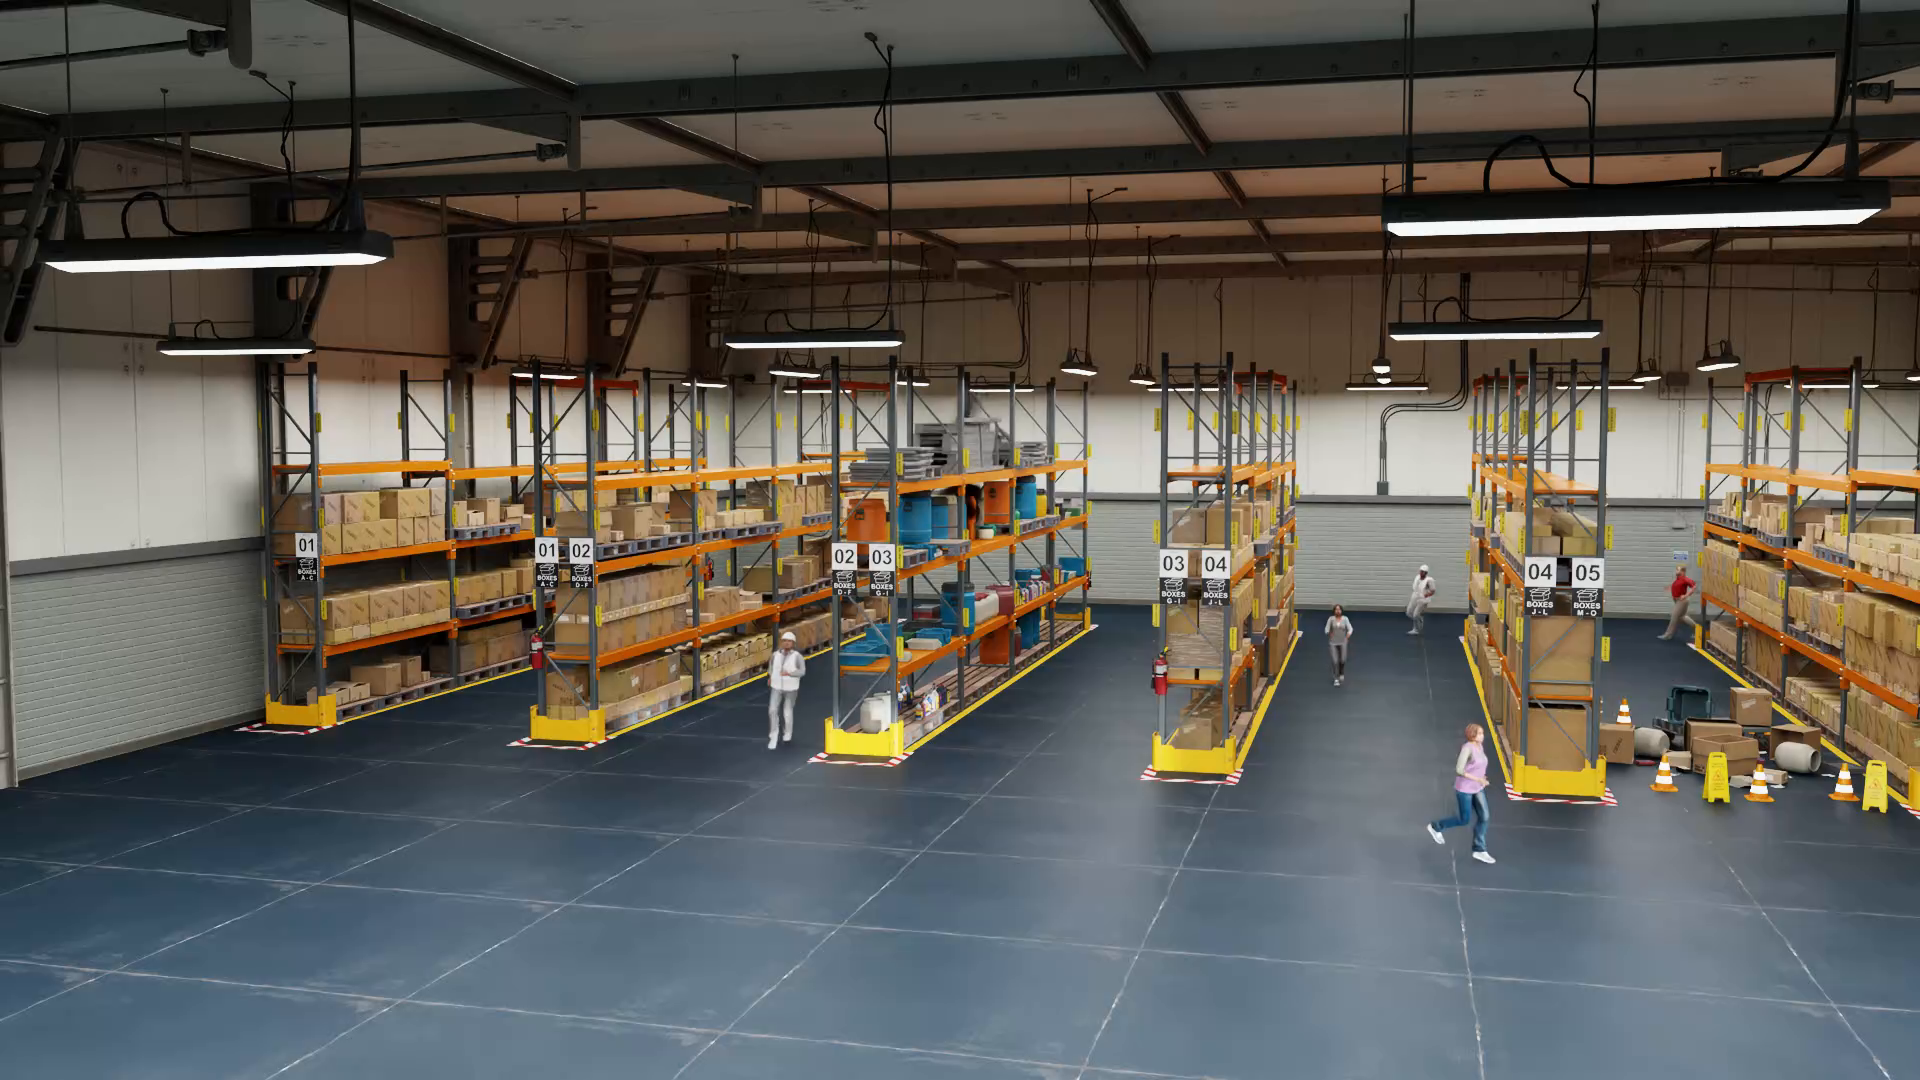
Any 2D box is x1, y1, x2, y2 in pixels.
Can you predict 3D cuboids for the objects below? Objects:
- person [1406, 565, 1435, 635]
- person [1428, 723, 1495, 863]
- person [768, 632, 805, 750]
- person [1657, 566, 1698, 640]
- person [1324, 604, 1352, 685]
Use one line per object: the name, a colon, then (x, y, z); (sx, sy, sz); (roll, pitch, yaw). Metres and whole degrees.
person: (10.840, 1.412, 39.069); (0.595, 1.683, 0.760); (-2, 5, -29)
person: (5.800, 2.872, 19.133); (0.527, 1.582, 0.819); (-4, 6, -44)
person: (-2.693, 2.321, 25.749); (0.631, 1.806, 0.712); (0, 4, 7)
person: (16.574, 1.448, 38.190); (0.996, 1.721, 0.666); (1, 4, 10)
person: (7.174, 1.996, 31.523); (0.524, 1.558, 0.537); (1, 4, 11)
